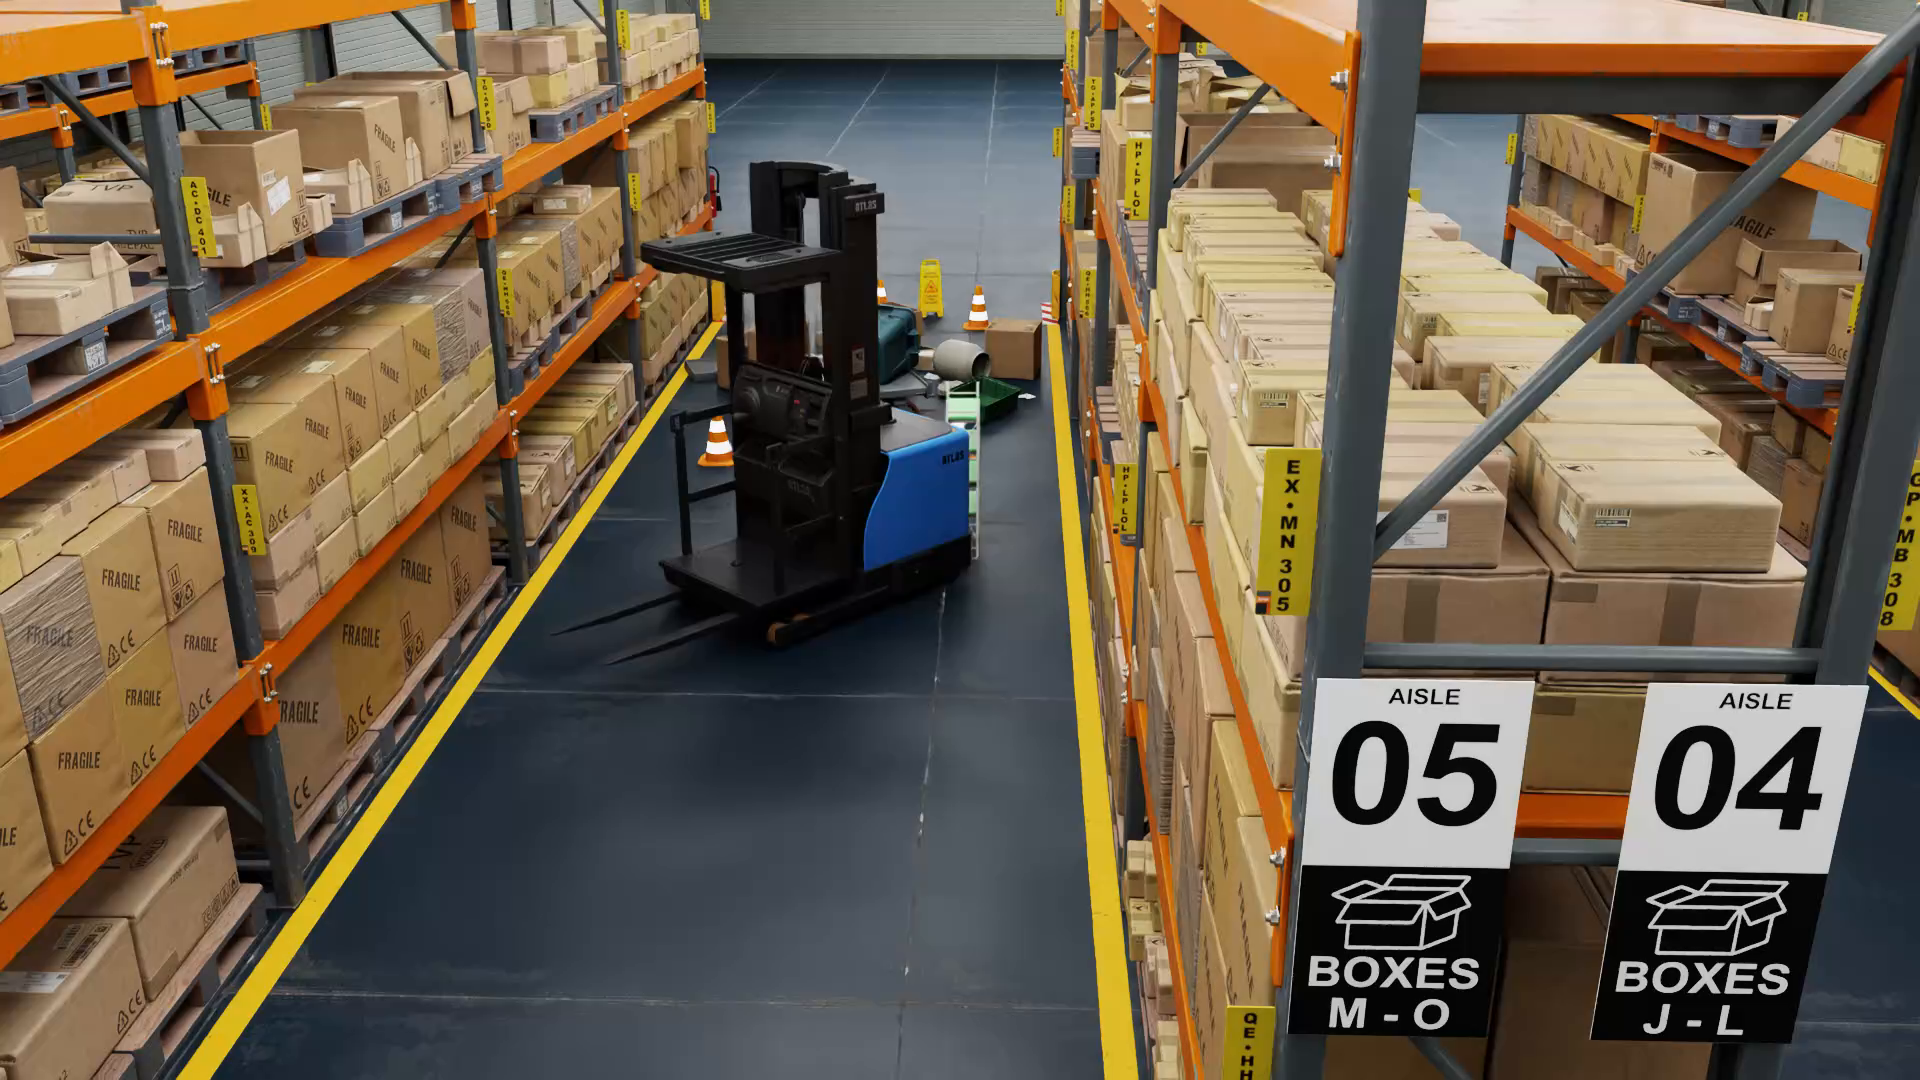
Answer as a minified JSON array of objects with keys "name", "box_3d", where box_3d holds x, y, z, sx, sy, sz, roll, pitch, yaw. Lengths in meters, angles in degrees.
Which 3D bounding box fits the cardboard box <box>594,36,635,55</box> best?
[{"name":"cardboard box","box_3d":[-3.117,-4.402,14.825,0.380,0.149,0.250,1,21,3]}]

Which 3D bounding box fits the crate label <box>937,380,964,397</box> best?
[{"name":"crate label","box_3d":[-0.062,-1.451,16.080,0.298,0.136,0.250,-16,26,-35]}]

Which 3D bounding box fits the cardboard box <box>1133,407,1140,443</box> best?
[{"name":"cardboard box","box_3d":[1.133,-0.608,8.894,0.380,0.149,0.250,0,21,-1]}]

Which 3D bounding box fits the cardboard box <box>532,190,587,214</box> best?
[{"name":"cardboard box","box_3d":[-3.213,-2.710,13.339,0.380,0.149,0.250,0,21,-1]}]

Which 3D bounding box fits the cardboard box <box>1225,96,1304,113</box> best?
[{"name":"cardboard box","box_3d":[1.626,-2.268,8.883,0.396,0.266,0.258,1,21,2]}]

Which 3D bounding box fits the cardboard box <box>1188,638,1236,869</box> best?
[{"name":"cardboard box","box_3d":[0.941,0.622,4.849,0.500,0.500,0.500,2,21,4]}]

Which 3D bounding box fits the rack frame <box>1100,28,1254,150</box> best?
[{"name":"rack frame","box_3d":[1.397,-3.877,10.081,1.000,3.000,0.127,1,21,2]}]

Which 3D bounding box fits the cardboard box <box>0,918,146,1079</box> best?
[{"name":"cardboard box","box_3d":[-3.828,1.897,6.456,0.875,0.438,0.875,0,21,0]}]

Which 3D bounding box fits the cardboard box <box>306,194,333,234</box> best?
[{"name":"cardboard box","box_3d":[-3.287,-1.591,8.077,0.380,0.166,0.250,-1,21,-2]}]

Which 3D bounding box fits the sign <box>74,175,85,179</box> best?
[{"name":"sign","box_3d":[-7.851,-3.098,14.875,0.100,0.325,0.005,1,21,2]}]

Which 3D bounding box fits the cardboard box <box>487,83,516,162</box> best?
[{"name":"cardboard box","box_3d":[-3.515,-2.886,11.534,0.700,0.500,0.500,1,21,2]}]

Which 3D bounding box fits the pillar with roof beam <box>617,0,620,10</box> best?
[{"name":"pillar with roof beam","box_3d":[-4.161,-15.229,39.338,9.100,9.000,0.400,1,21,2]}]

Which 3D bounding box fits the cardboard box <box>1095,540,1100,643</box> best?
[{"name":"cardboard box","box_3d":[1.109,0.324,10.422,0.500,0.500,0.500,1,21,2]}]

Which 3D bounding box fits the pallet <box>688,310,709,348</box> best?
[{"name":"pallet","box_3d":[-3.373,-2.370,18.344,1.003,0.211,1.213,1,21,2]}]

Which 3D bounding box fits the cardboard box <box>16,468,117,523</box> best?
[{"name":"cardboard box","box_3d":[-3.501,-0.168,6.398,0.380,0.149,0.250,1,21,2]}]

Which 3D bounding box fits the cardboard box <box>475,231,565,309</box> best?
[{"name":"cardboard box","box_3d":[-3.290,-2.020,12.458,0.500,0.500,0.500,1,21,3]}]

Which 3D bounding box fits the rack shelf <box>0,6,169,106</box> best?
[{"name":"rack shelf","box_3d":[-3.736,-1.204,4.738,1.077,0.370,4.000,1,21,2]}]

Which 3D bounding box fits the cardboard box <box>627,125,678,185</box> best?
[{"name":"cardboard box","box_3d":[-3.122,-3.718,16.033,0.700,0.500,0.500,0,21,0]}]

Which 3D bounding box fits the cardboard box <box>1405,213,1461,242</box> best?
[{"name":"cardboard box","box_3d":[1.576,-1.081,5.986,0.380,0.149,0.250,1,21,2]}]

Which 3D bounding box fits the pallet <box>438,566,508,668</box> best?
[{"name":"pallet","box_3d":[-3.653,0.486,10.984,1.003,0.211,1.213,1,21,2]}]

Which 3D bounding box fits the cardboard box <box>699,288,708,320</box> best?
[{"name":"cardboard box","box_3d":[-3.067,-2.600,18.305,0.500,0.250,0.500,1,21,1]}]

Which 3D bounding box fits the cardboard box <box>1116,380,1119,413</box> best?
[{"name":"cardboard box","box_3d":[1.173,-0.902,10.474,0.380,0.149,0.250,2,21,4]}]

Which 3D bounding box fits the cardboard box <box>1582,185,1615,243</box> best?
[{"name":"cardboard box","box_3d":[6.514,-3.145,15.938,0.875,0.500,0.500,1,21,2]}]

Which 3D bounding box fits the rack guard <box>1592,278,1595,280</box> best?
[{"name":"rack guard","box_3d":[6.593,-2.689,18.767,1.175,0.500,0.348,1,21,2]}]

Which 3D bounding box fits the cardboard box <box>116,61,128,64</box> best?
[{"name":"cardboard box","box_3d":[-8.053,-4.558,15.611,0.380,0.149,0.250,1,21,3]}]

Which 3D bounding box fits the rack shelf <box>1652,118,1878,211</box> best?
[{"name":"rack shelf","box_3d":[6.413,-2.775,12.382,1.077,0.370,4.000,1,21,2]}]

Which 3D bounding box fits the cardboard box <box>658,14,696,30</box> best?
[{"name":"cardboard box","box_3d":[-3.026,-5.518,17.702,0.380,0.149,0.250,1,21,2]}]

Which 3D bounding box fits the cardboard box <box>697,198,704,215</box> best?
[{"name":"cardboard box","box_3d":[-3.005,-3.643,18.118,0.380,0.149,0.250,0,21,1]}]

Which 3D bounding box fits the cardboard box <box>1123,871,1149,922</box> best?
[{"name":"cardboard box","box_3d":[0.943,1.628,7.548,0.380,0.149,0.250,0,21,-1]}]

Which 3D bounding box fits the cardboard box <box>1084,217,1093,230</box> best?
[{"name":"cardboard box","box_3d":[1.518,-2.730,15.210,0.875,0.550,0.550,1,21,2]}]

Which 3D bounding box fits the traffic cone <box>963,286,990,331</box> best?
[{"name":"traffic cone","box_3d":[0.205,-2.614,18.625,0.336,0.463,0.334,1,21,2]}]

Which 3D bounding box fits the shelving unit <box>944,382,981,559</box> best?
[{"name":"shelving unit","box_3d":[0.019,-0.512,12.189,0.258,1.200,0.503,0,21,0]}]

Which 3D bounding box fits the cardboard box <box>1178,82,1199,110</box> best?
[{"name":"cardboard box","box_3d":[1.639,-2.939,11.214,0.500,0.311,0.500,1,21,2]}]

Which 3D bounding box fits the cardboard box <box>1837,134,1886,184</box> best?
[{"name":"cardboard box","box_3d":[6.121,-2.492,10.865,0.500,0.250,0.500,1,21,2]}]

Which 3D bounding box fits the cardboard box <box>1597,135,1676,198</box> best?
[{"name":"cardboard box","box_3d":[6.226,-3.433,15.299,0.500,0.500,0.500,1,21,2]}]

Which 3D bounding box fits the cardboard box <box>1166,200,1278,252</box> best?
[{"name":"cardboard box","box_3d":[0.983,-1.181,6.243,0.380,0.149,0.250,0,21,-1]}]

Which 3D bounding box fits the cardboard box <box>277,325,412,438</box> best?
[{"name":"cardboard box","box_3d":[-3.360,-0.873,9.112,0.500,0.500,0.500,0,21,1]}]

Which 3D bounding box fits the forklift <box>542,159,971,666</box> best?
[{"name":"forklift","box_3d":[-1.316,-0.880,10.744,1.130,2.935,3.031,20,29,41]}]

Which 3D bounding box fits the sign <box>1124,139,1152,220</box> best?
[{"name":"sign","box_3d":[0.721,-1.462,6.743,0.100,0.325,0.005,1,21,2]}]

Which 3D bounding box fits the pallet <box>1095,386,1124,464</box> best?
[{"name":"pallet","box_3d":[1.482,-0.732,10.533,1.213,0.211,1.003,1,21,2]}]

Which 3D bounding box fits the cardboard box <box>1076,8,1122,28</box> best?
[{"name":"cardboard box","box_3d":[1.211,-4.558,14.508,0.380,0.149,0.250,0,21,1]}]

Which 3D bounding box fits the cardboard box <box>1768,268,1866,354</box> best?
[{"name":"cardboard box","box_3d":[6.245,-1.630,11.864,0.700,0.500,0.500,4,22,10]}]

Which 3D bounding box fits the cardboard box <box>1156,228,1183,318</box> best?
[{"name":"cardboard box","box_3d":[1.021,-1.024,6.391,0.500,0.250,0.500,1,21,3]}]

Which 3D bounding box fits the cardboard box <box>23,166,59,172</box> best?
[{"name":"cardboard box","box_3d":[-8.697,-3.481,15.908,0.380,0.149,0.250,0,21,1]}]

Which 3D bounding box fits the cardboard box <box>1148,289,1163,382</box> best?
[{"name":"cardboard box","box_3d":[0.997,-0.798,6.499,0.500,0.250,0.500,2,21,4]}]

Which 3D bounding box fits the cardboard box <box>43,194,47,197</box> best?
[{"name":"cardboard box","box_3d":[-8.668,-3.157,15.482,0.380,0.149,0.250,0,21,0]}]

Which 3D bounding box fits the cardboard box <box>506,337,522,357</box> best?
[{"name":"cardboard box","box_3d":[-3.316,-1.394,11.742,0.380,0.149,0.250,-1,21,-2]}]

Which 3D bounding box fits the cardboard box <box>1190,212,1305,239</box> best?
[{"name":"cardboard box","box_3d":[1.032,-1.089,6.008,0.380,0.149,0.250,0,21,1]}]

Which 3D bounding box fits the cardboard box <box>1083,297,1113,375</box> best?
[{"name":"cardboard box","box_3d":[1.159,-1.473,12.040,0.500,0.500,0.500,1,21,2]}]

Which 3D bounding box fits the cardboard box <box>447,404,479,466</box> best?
[{"name":"cardboard box","box_3d":[-3.309,-0.657,10.284,0.500,0.250,0.500,1,21,3]}]

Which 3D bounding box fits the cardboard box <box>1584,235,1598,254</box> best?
[{"name":"cardboard box","box_3d":[6.274,-2.850,16.076,0.380,0.149,0.250,1,21,2]}]

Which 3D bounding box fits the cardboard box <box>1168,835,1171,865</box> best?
[{"name":"cardboard box","box_3d":[0.948,1.059,6.001,0.380,0.149,0.250,2,21,4]}]

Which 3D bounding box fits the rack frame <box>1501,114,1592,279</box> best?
[{"name":"rack frame","box_3d":[6.595,-3.881,18.386,1.000,3.000,0.127,1,21,2]}]

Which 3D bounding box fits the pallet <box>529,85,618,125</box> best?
[{"name":"pallet","box_3d":[-3.557,-3.633,13.859,1.213,0.211,1.003,1,21,2]}]
